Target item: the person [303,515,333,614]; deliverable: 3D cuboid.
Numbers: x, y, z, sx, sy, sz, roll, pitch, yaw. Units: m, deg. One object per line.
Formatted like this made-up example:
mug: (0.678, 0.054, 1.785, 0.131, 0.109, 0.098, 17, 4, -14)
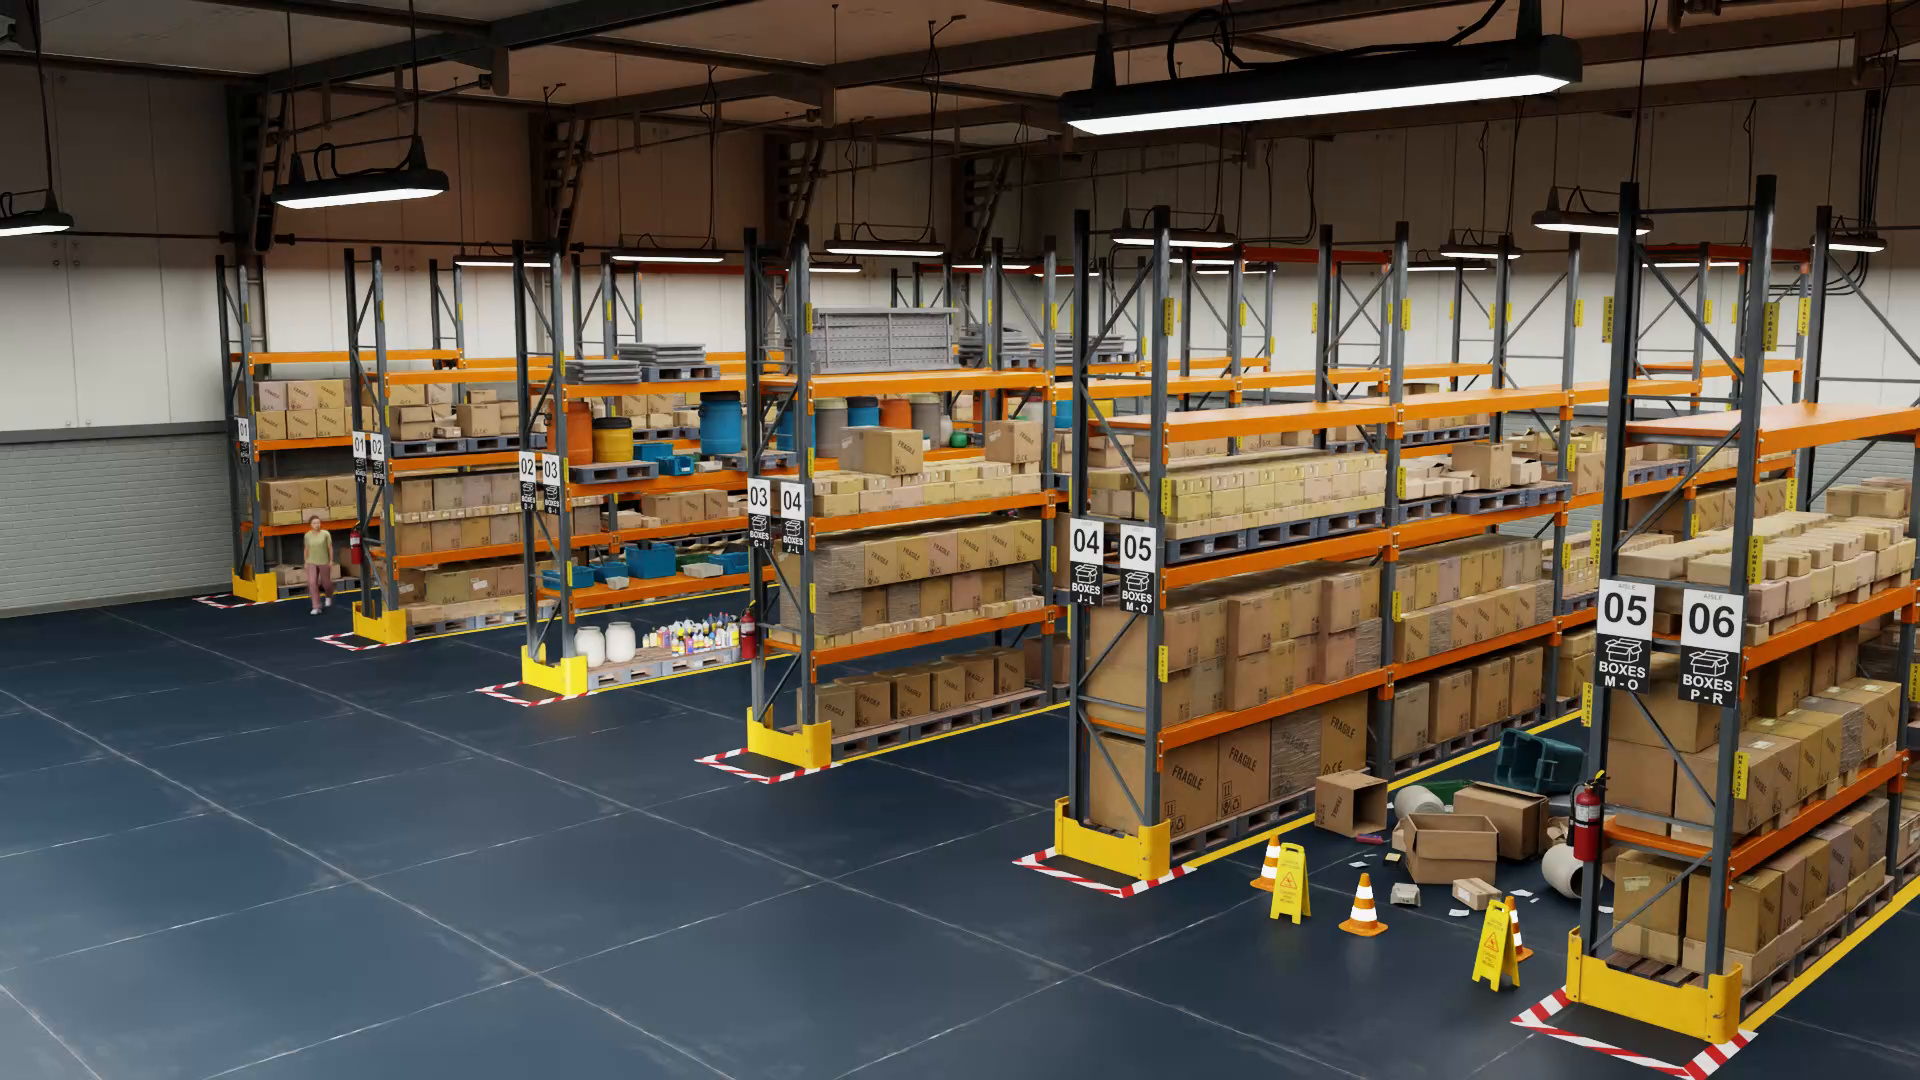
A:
person: (-10.756, 0.386, 27.909, 0.461, 1.636, 0.813, -1, 8, -9)
